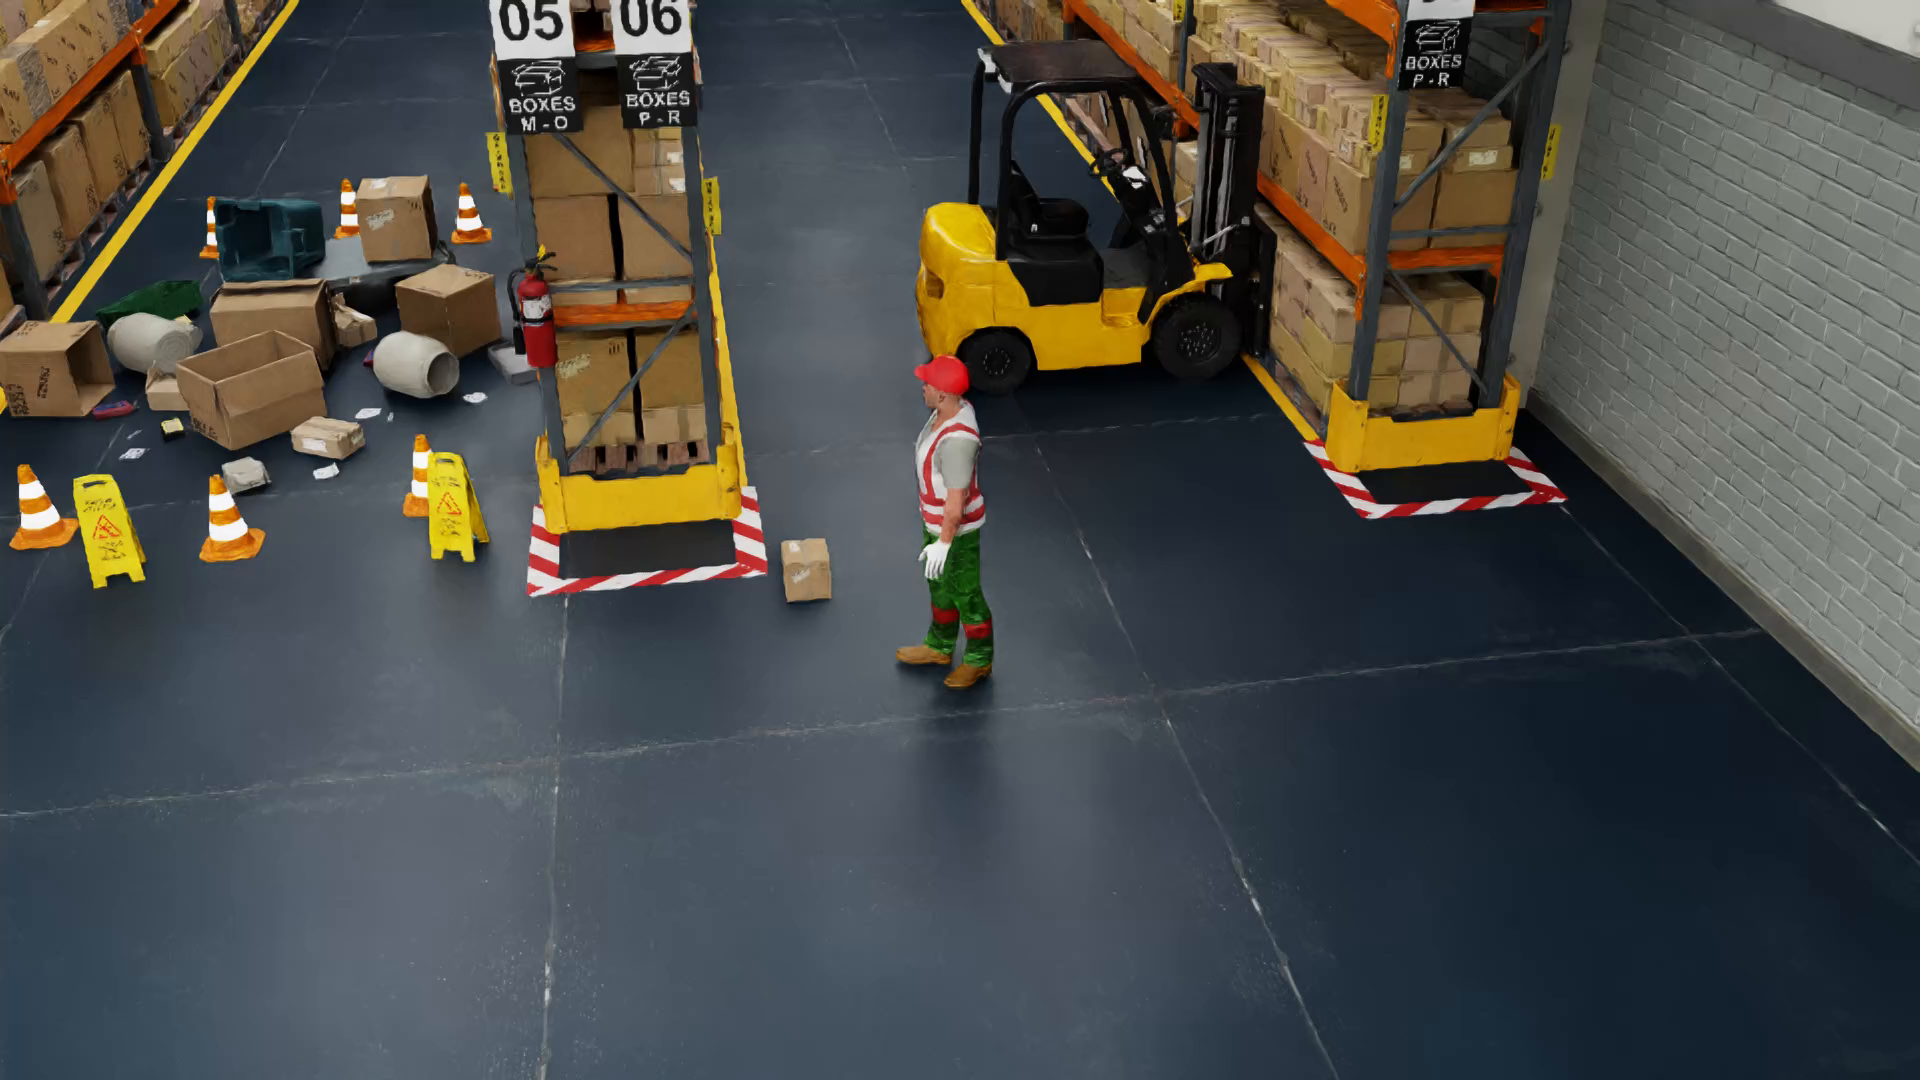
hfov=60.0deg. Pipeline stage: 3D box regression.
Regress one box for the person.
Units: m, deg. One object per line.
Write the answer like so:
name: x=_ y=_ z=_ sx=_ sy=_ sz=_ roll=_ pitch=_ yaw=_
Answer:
person: x=-0.072 y=-0.085 z=8.223 sx=0.487 sy=1.795 sz=0.605 roll=-5 pitch=31 yaw=-9
